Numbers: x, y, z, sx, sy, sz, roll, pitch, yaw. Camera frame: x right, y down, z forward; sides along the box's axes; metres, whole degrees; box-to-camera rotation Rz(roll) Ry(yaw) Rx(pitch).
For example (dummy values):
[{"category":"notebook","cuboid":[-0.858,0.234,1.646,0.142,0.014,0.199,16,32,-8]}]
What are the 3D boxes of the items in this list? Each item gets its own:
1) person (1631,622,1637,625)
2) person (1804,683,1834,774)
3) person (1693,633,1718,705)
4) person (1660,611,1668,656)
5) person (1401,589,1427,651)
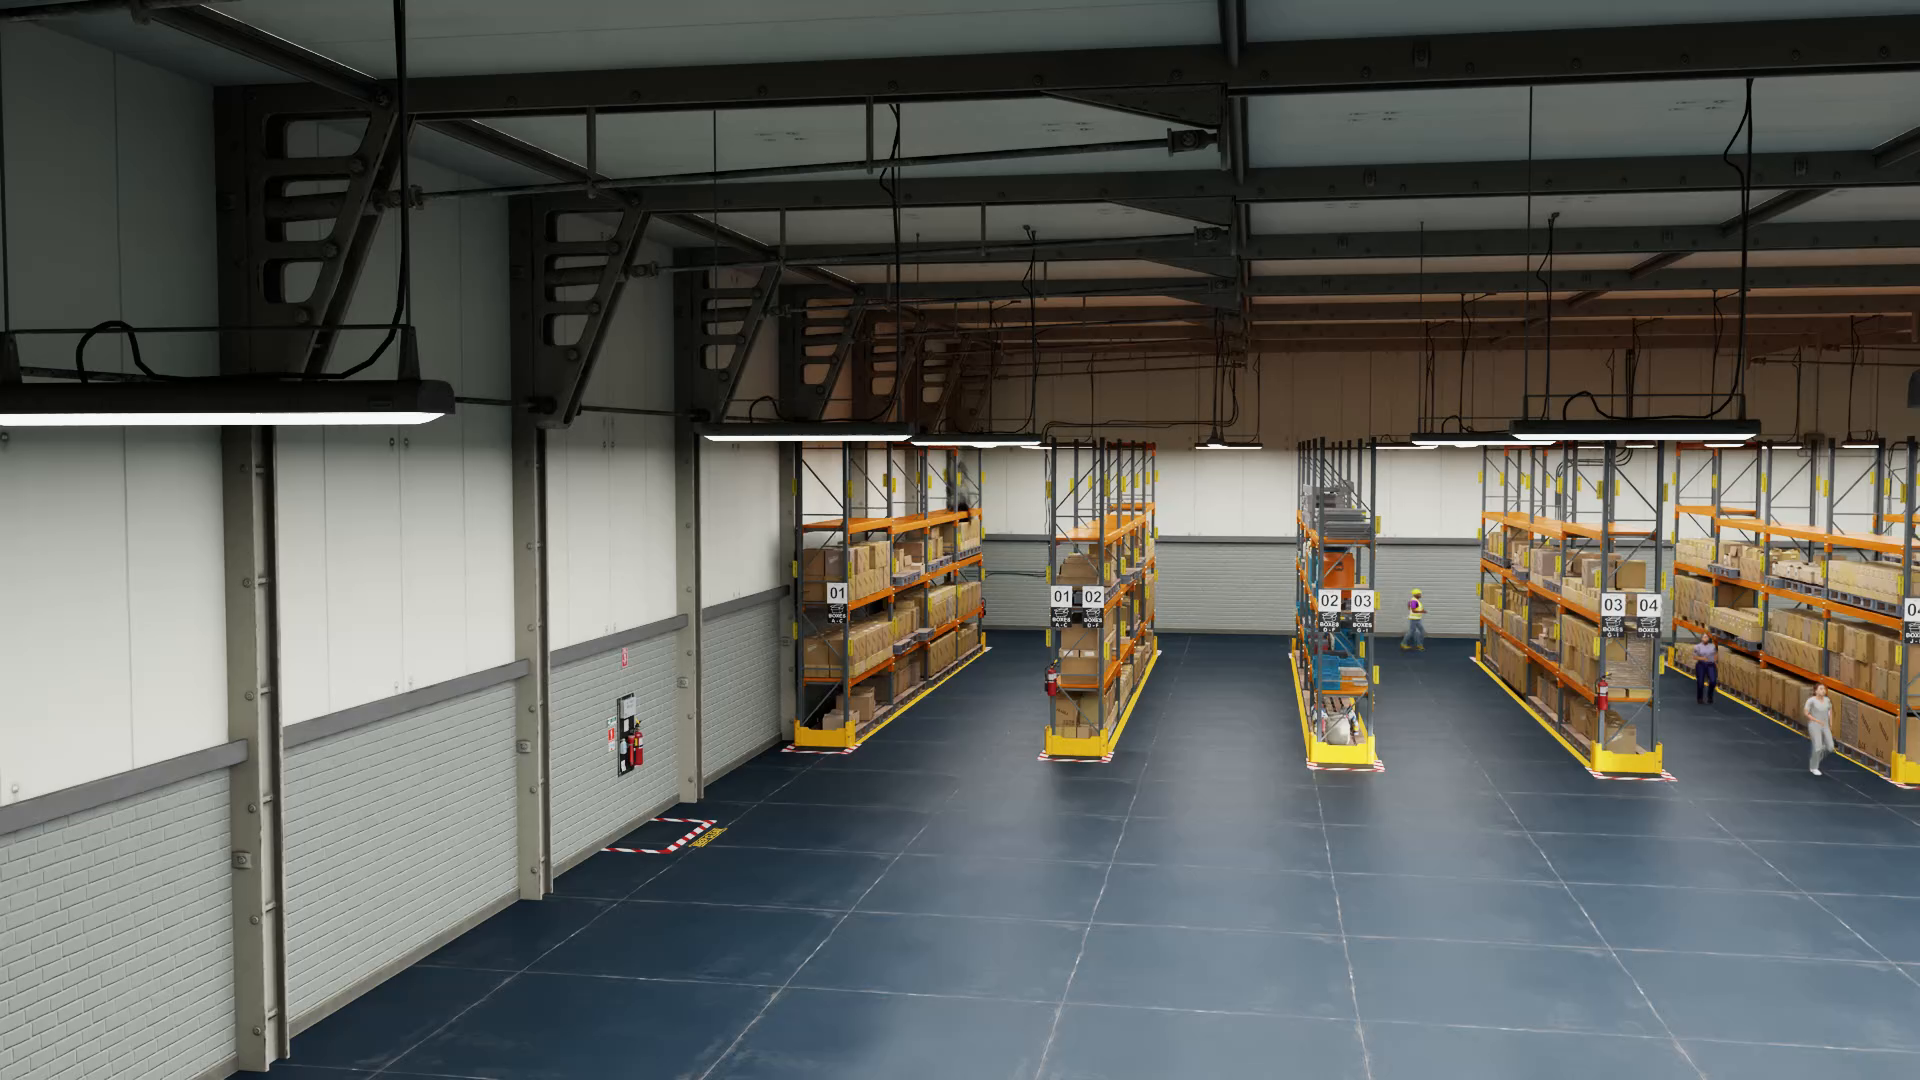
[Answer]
[{"category":"person","cuboid":[18.589,2.449,45.298,0.901,1.799,0.696,-3,4,-41]},{"category":"person","cuboid":[15.277,3.344,29.529,0.592,1.636,0.580,0,3,-7]},{"category":"person","cuboid":[16.879,2.915,37.618,0.582,1.632,0.652,1,3,10]},{"category":"person","cuboid":[19.068,2.466,45.559,0.795,1.767,0.705,0,3,-3]},{"category":"person","cuboid":[13.093,2.320,47.883,0.769,1.825,0.676,2,3,29]}]
